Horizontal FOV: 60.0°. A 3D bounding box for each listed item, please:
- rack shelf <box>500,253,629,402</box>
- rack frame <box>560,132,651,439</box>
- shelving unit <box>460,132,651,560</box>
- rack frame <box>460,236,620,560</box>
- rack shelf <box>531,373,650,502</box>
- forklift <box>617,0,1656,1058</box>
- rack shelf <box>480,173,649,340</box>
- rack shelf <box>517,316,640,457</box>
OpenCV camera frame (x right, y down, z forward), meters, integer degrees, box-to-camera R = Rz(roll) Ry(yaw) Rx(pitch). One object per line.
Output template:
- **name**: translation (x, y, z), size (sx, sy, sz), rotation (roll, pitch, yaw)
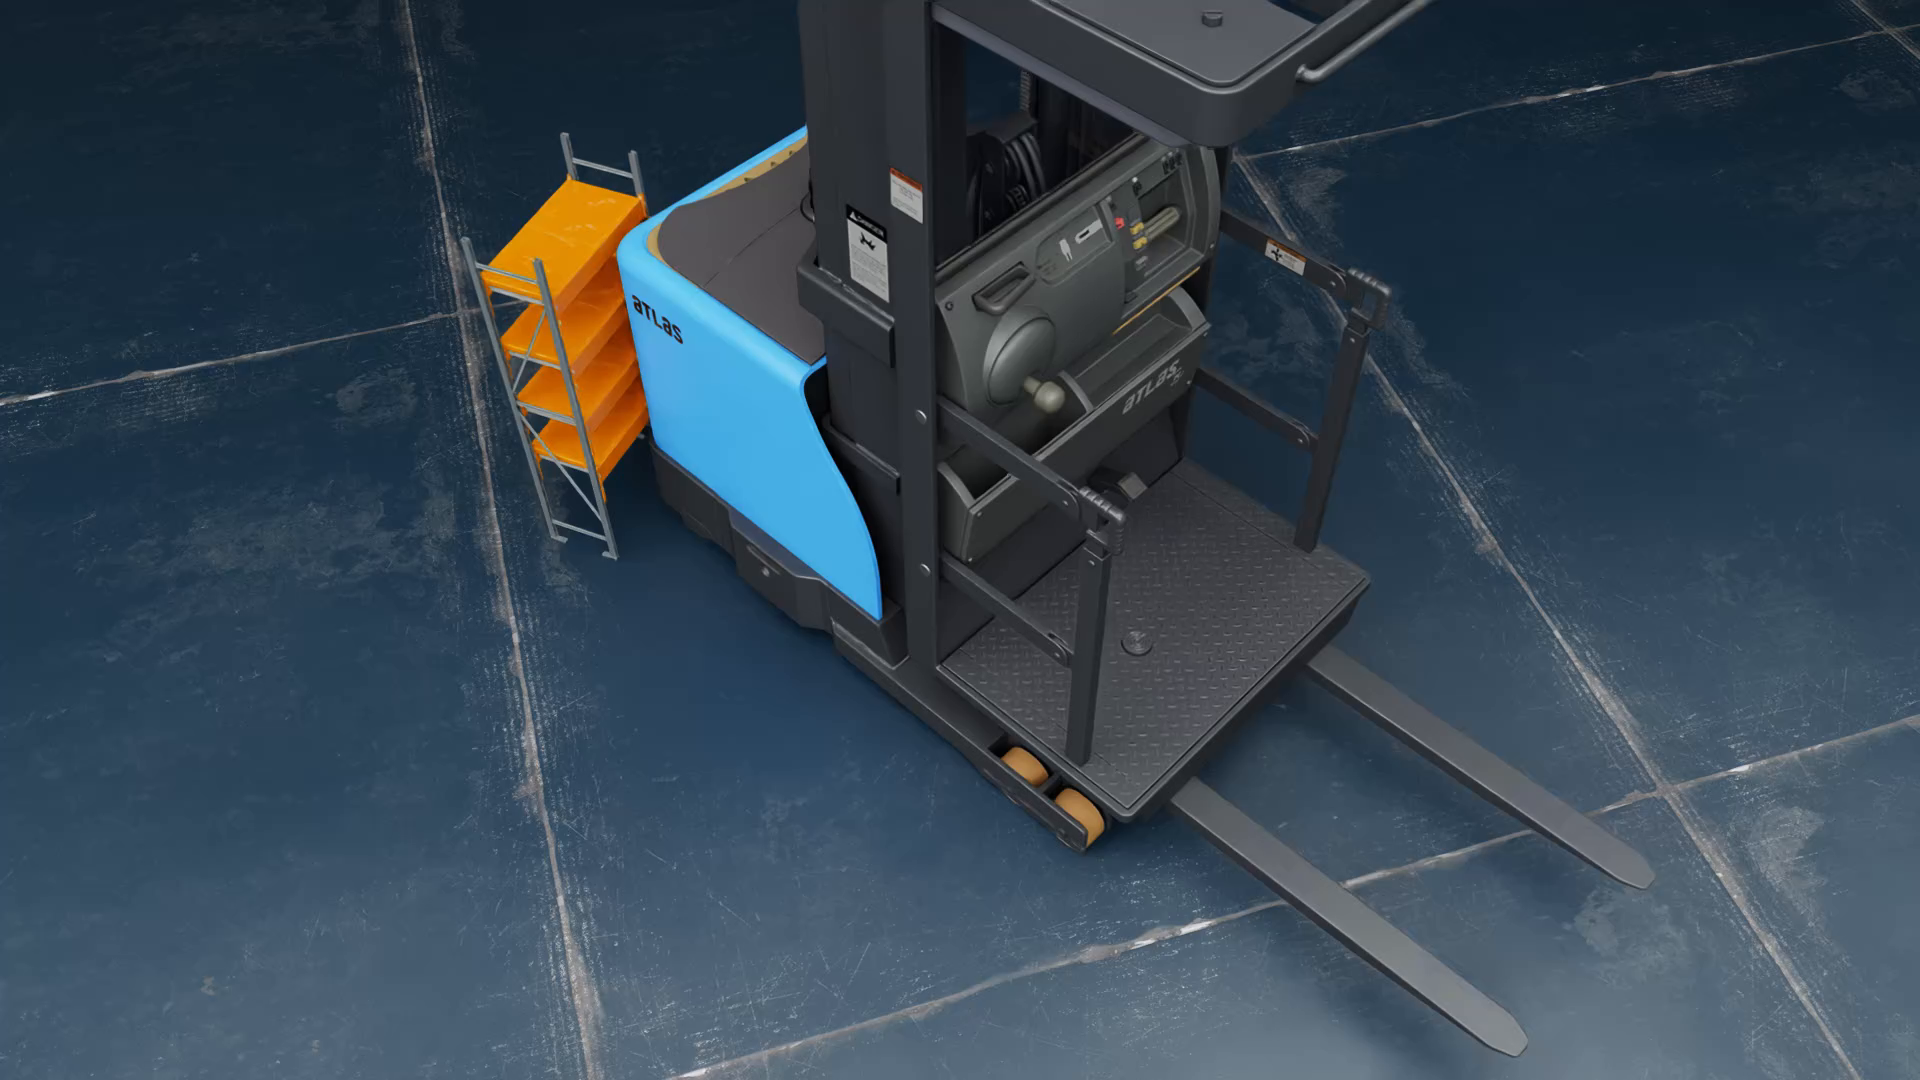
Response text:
- **rack shelf**: translation (-1.092, -0.639, 4.797), size (0.258, 0.148, 0.480), rotation (17, 52, 15)
- **rack frame**: translation (-0.995, -0.709, 5.061), size (0.240, 1.200, 0.015), rotation (17, 52, 15)
- **shelving unit**: translation (-1.090, -0.538, 4.916), size (0.258, 1.200, 0.503), rotation (17, 52, 15)
- **rack frame**: translation (-1.185, -0.366, 4.771), size (0.240, 1.200, 0.015), rotation (17, 52, 15)
- **rack shelf**: translation (-1.087, -0.365, 5.119), size (0.258, 0.148, 0.480), rotation (17, 52, 15)
- **forklift**: translation (0.453, -0.561, 3.806), size (3.031, 2.935, 1.130), rotation (36, 59, 26)
- **rack shelf**: translation (-1.095, -0.792, 4.617), size (0.258, 0.148, 0.480), rotation (17, 52, 15)
- **rack shelf**: translation (-1.089, -0.494, 4.967), size (0.258, 0.148, 0.480), rotation (17, 52, 15)
